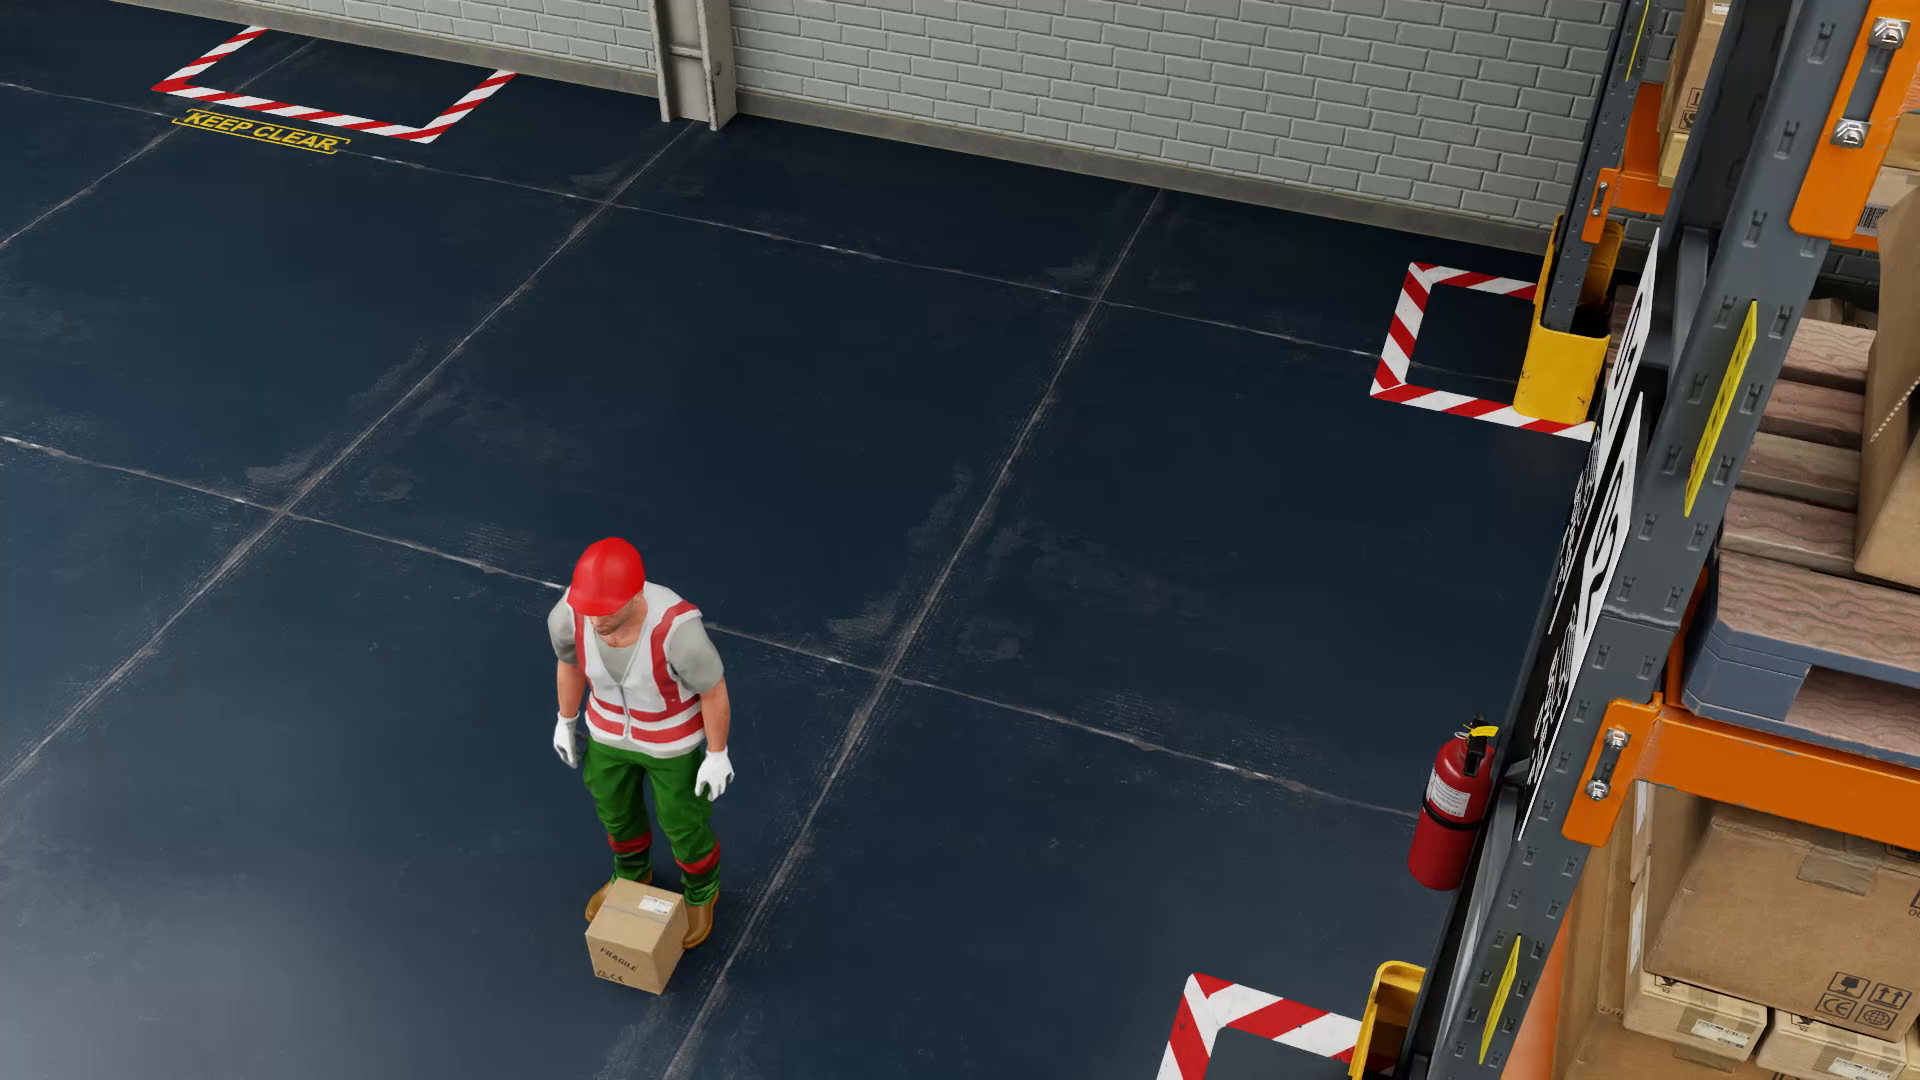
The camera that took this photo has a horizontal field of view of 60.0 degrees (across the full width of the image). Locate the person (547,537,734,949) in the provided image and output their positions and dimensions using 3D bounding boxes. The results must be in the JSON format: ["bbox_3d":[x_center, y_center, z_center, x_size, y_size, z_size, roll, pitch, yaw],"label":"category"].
[{"bbox_3d":[-1.026,0.652,5.399,0.621,1.781,0.445,11,42,13],"label":"person"}]
